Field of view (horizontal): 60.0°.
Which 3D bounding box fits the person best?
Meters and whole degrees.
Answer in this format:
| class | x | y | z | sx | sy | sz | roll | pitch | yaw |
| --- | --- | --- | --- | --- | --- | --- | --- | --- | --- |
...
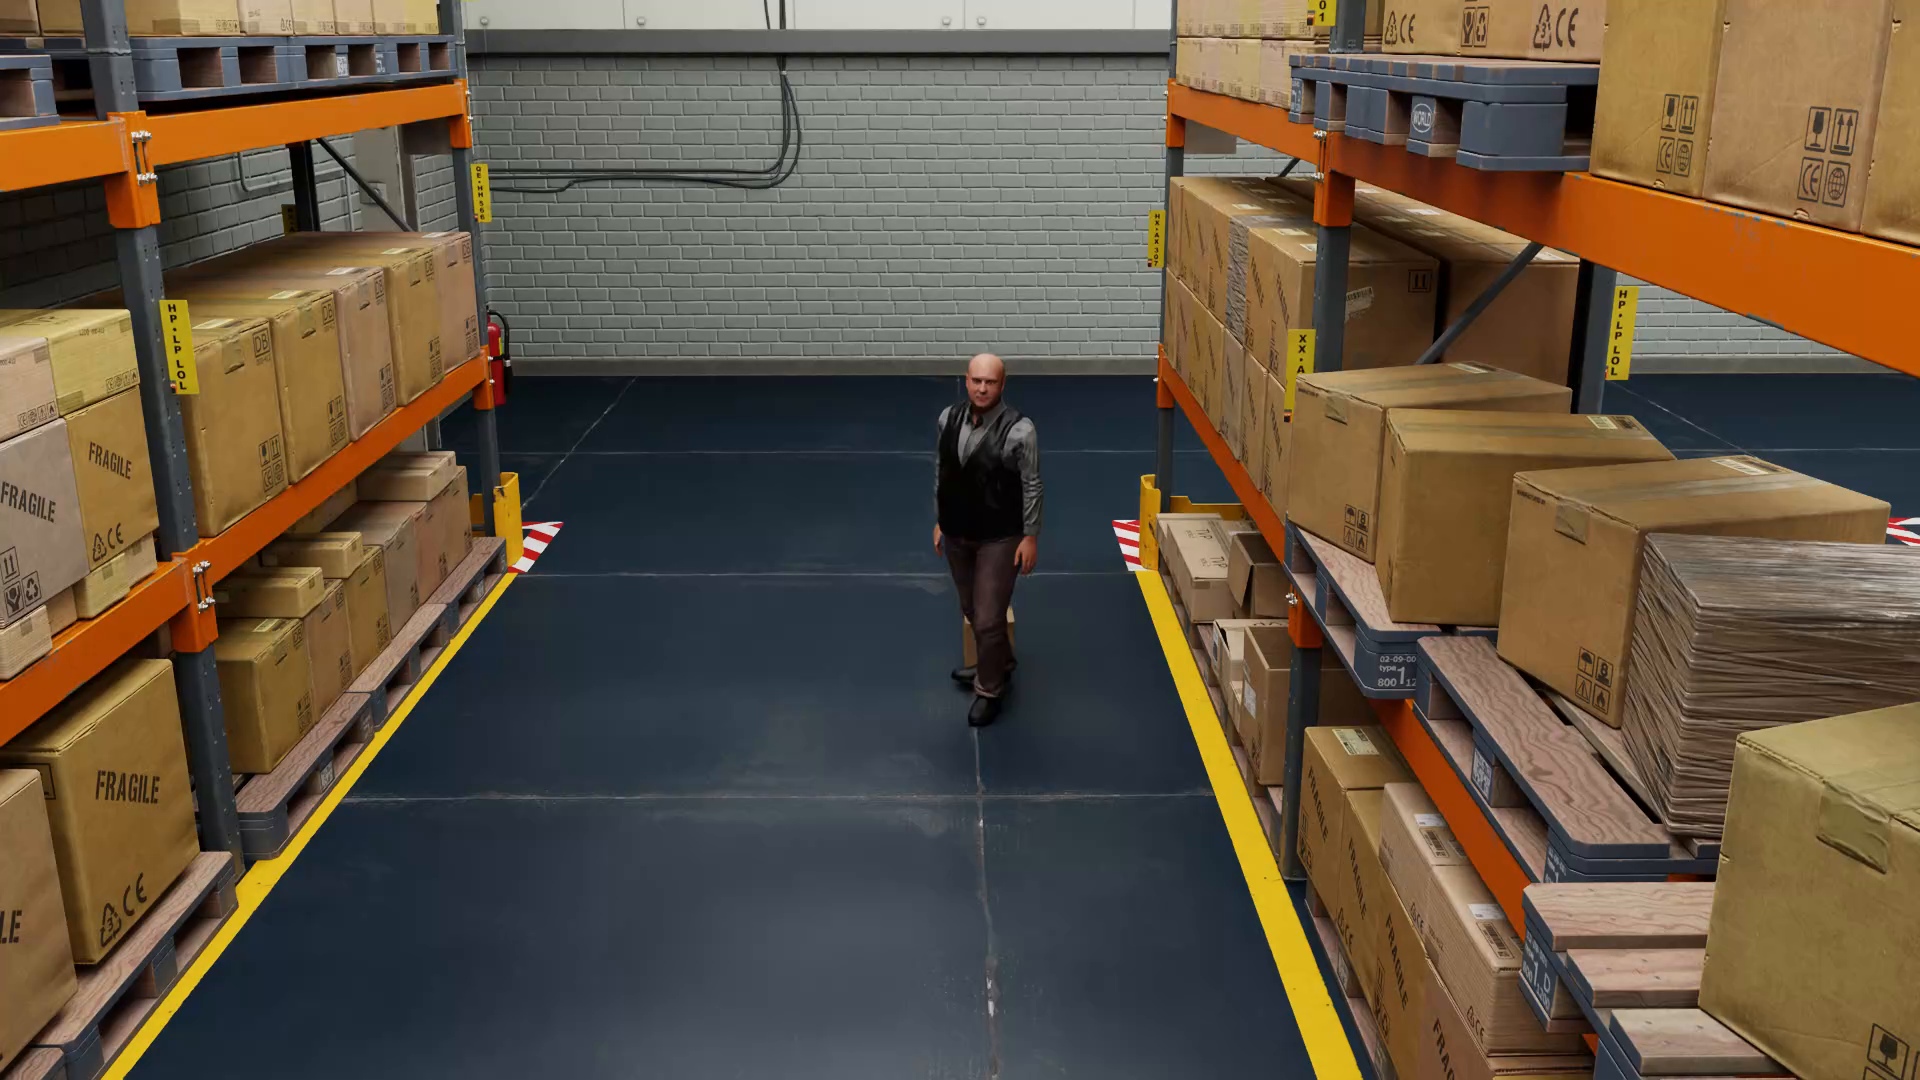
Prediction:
| class | x | y | z | sx | sy | sz | roll | pitch | yaw |
| --- | --- | --- | --- | --- | --- | --- | --- | --- | --- |
| person | 0.139 | -0.035 | 7.707 | 0.563 | 1.711 | 0.562 | 12 | 21 | 35 |
